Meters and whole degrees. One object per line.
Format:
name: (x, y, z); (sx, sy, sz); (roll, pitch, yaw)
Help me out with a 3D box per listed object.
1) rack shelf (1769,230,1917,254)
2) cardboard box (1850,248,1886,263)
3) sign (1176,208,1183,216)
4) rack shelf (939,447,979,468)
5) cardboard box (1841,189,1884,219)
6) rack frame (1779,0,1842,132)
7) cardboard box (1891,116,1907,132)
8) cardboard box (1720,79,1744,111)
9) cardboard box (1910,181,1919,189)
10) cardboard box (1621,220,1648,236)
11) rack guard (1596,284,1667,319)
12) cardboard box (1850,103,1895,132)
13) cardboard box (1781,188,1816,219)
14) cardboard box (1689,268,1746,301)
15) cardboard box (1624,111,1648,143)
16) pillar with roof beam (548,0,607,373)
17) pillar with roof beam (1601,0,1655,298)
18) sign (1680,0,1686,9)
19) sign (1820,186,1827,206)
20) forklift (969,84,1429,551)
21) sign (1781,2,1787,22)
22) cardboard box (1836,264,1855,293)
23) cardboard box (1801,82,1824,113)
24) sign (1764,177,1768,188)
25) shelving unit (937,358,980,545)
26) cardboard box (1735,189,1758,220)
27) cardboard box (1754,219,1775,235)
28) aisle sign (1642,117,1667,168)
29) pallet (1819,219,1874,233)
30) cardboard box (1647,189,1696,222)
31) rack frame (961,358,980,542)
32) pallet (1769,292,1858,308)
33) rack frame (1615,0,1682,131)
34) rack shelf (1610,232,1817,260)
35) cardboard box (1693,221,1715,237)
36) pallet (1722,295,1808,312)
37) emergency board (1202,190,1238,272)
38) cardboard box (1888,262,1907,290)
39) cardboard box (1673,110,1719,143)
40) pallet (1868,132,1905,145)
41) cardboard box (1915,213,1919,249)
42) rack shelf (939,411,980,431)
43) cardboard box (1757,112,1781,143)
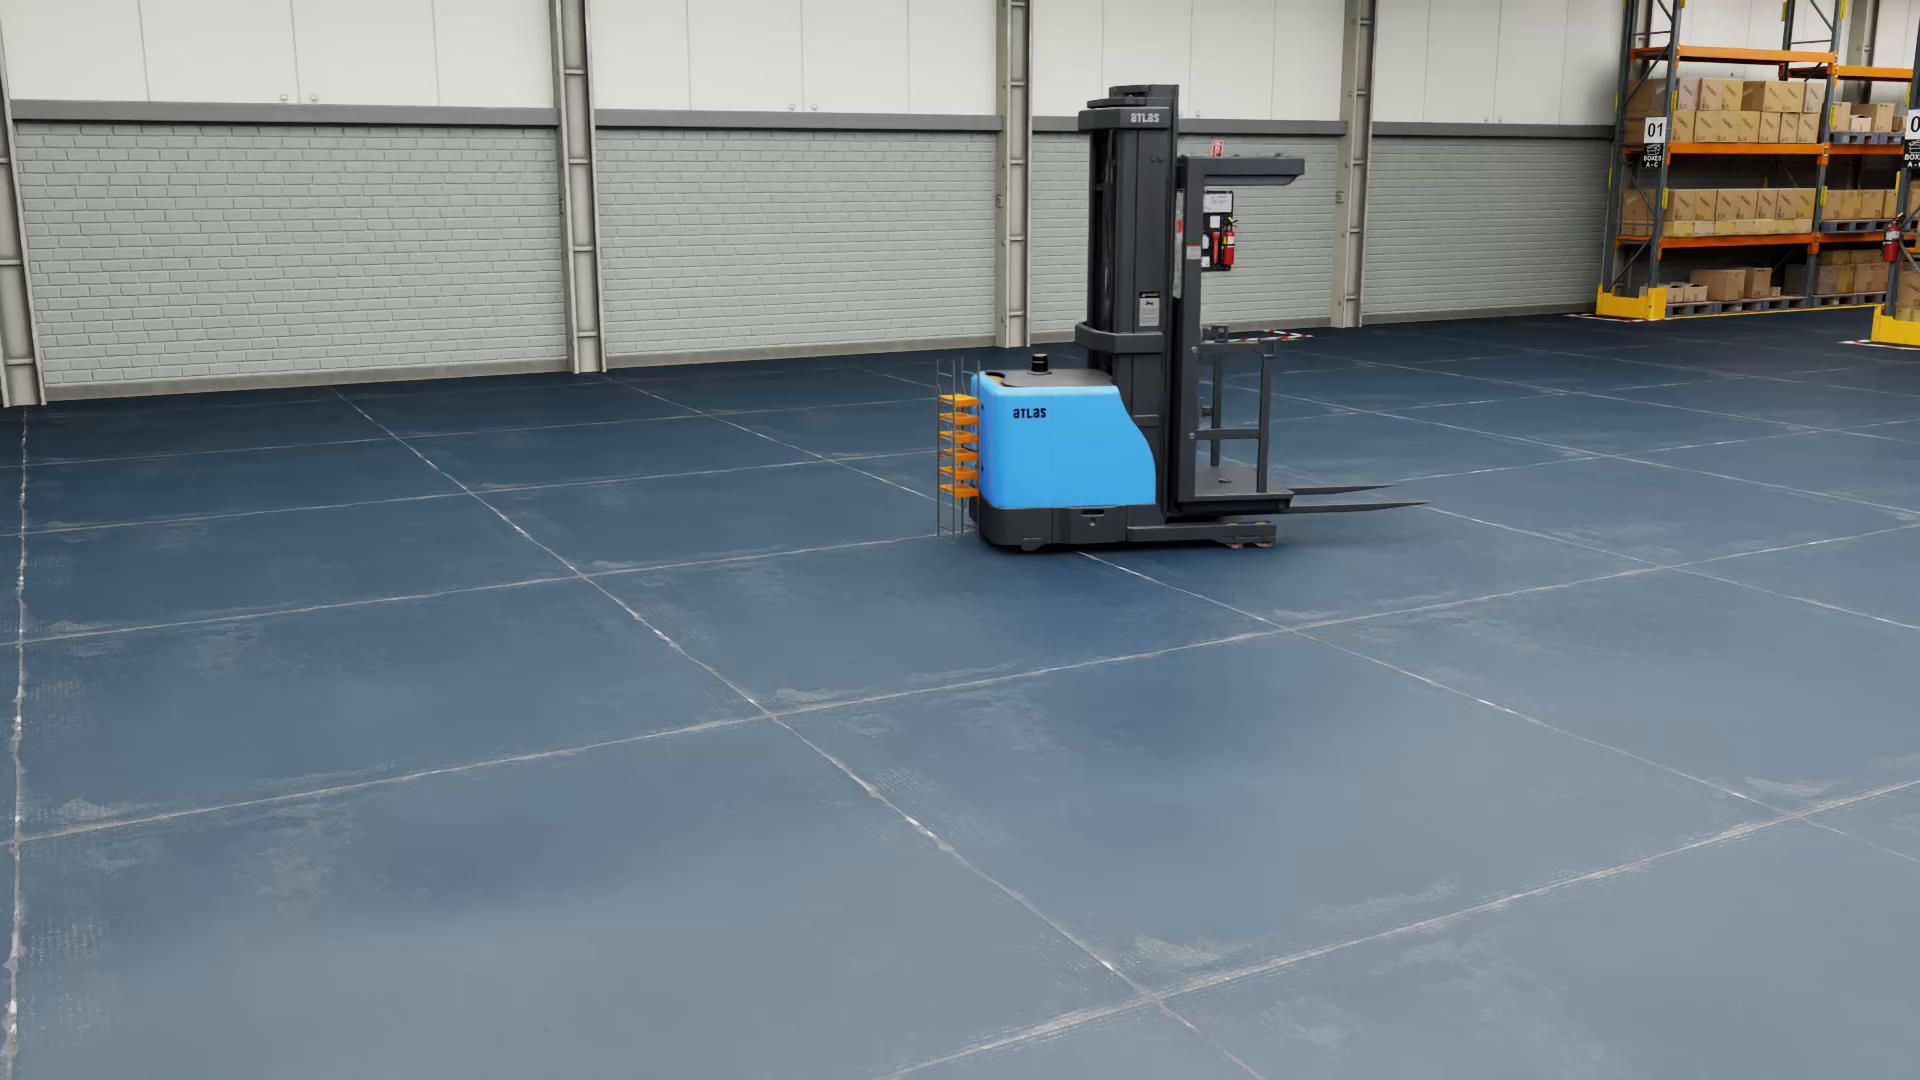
rack shelf: (16.326, -5.454, 30.148); (4.000, 0.370, 1.077); (-7, 14, -28)
cardboard box: (16.495, -5.187, 30.309); (0.500, 0.250, 0.500); (-7, 14, -28)
sign: (3.279, -4.766, 24.167); (0.331, 0.109, 0.001); (-7, 14, -28)
rack shelf: (-0.013, -0.540, 10.980); (0.180, 0.103, 0.258); (-7, 14, -28)
cardboard box: (16.090, -6.037, 29.873); (0.500, 0.500, 0.700); (-5, 14, -20)
rack frame: (14.570, -8.521, 28.476); (0.127, 3.000, 1.000); (-7, 14, -28)
cardboard box: (16.899, -7.420, 30.135); (0.637, 0.503, 0.797); (-5, 14, -20)
cardboard box: (12.423, -7.276, 27.225); (0.500, 0.500, 0.500); (-6, 14, -26)
cardboard box: (17.518, -6.516, 30.524); (0.250, 0.149, 0.380); (-10, 16, -37)
cardboard box: (11.377, -5.196, 27.663); (0.500, 0.250, 0.500); (-7, 14, -27)
rack guard: (11.126, -3.962, 27.575); (0.348, 0.500, 1.175); (-7, 14, -28)
cardboard box: (16.171, -7.483, 29.511); (0.500, 0.500, 0.500); (-7, 15, -30)
cardboard box: (14.304, -5.787, 28.580); (0.500, 0.500, 0.500); (-7, 14, -28)
cardboard box: (12.878, -4.351, 28.304); (0.500, 0.500, 0.700); (-8, 15, -31)
cardboard box: (11.304, -6.788, 27.334); (0.500, 0.500, 0.500); (-6, 14, -24)
pillar with roof beam: (-2.477, -5.617, 15.573); (0.400, 9.000, 9.100); (-7, 14, -28)
pillar with roof beam: (13.322, -7.511, 23.987); (0.400, 9.000, 9.100); (-7, 14, -28)
sign: (11.319, -8.490, 26.030); (0.005, 0.325, 0.100); (-7, 14, -28)
sign: (14.837, -5.913, 28.578); (0.005, 0.325, 0.100); (-7, 14, -28)
forklift: (1.626, -1.488, 11.044); (3.031, 2.935, 1.130); (-2, 13, -9)
sign: (14.299, -9.160, 28.828); (0.005, 0.325, 0.100); (-7, 14, -28)
cardboard box: (15.638, -4.734, 30.003); (0.500, 0.500, 0.700); (-7, 15, -29)
cardboard box: (14.261, -7.499, 28.216); (0.500, 0.500, 0.500); (-8, 15, -33)
sign: (14.301, -6.266, 29.481); (0.005, 0.325, 0.100); (-7, 14, -28)
shelving unit: (-0.013, -0.584, 10.971); (0.189, 1.200, 0.258); (-7, 14, -28)
cardboard box: (12.965, -5.628, 27.872); (0.500, 0.500, 0.500); (-6, 14, -26)
cardboard box: (13.425, -5.316, 28.194); (0.500, 0.250, 0.500); (-7, 14, -28)
aisle sign: (11.140, -6.376, 26.689); (0.004, 0.787, 0.394); (-7, 14, -28)
pallet: (15.311, -5.553, 29.388); (1.213, 0.211, 1.003); (-7, 14, -28)
cardboard box: (11.622, -5.468, 27.162); (0.500, 0.500, 0.500); (-7, 14, -28)
rack frame: (0.068, -0.593, 11.013); (0.006, 1.200, 0.240); (-7, 14, -28)
pallet: (15.253, -4.316, 29.806); (1.213, 0.211, 1.003); (-7, 14, -28)
rack frame: (11.059, -8.100, 26.606); (0.127, 3.000, 1.000); (-7, 14, -28)
rack shelf: (12.815, -5.033, 28.278); (4.000, 0.370, 1.077); (-7, 14, -28)
cardboard box: (12.089, -5.157, 27.490); (0.500, 0.250, 0.500); (-7, 15, -30)
pallet: (13.998, -4.156, 29.096); (1.213, 0.211, 1.003); (-7, 14, -28)
emergency board: (3.806, -4.530, 24.405); (0.643, 1.169, 0.194); (-7, 14, -28)
cardboard box: (16.966, -4.892, 30.708); (0.500, 0.500, 0.700); (-7, 14, -28)
cardboard box: (11.961, -6.732, 27.085); (0.500, 0.500, 0.500); (-6, 14, -24)
pallet: (16.072, -7.120, 29.510); (1.003, 0.211, 1.213); (-7, 14, -28)
cardboard box: (13.852, -4.314, 23.221); (0.500, 0.500, 0.700); (-7, 14, -28)
rack shelf: (-0.013, -0.775, 10.928); (0.180, 0.103, 0.258); (-7, 14, -28)
cardboard box: (13.327, -6.899, 27.827); (0.500, 0.500, 0.500); (-7, 15, -30)
